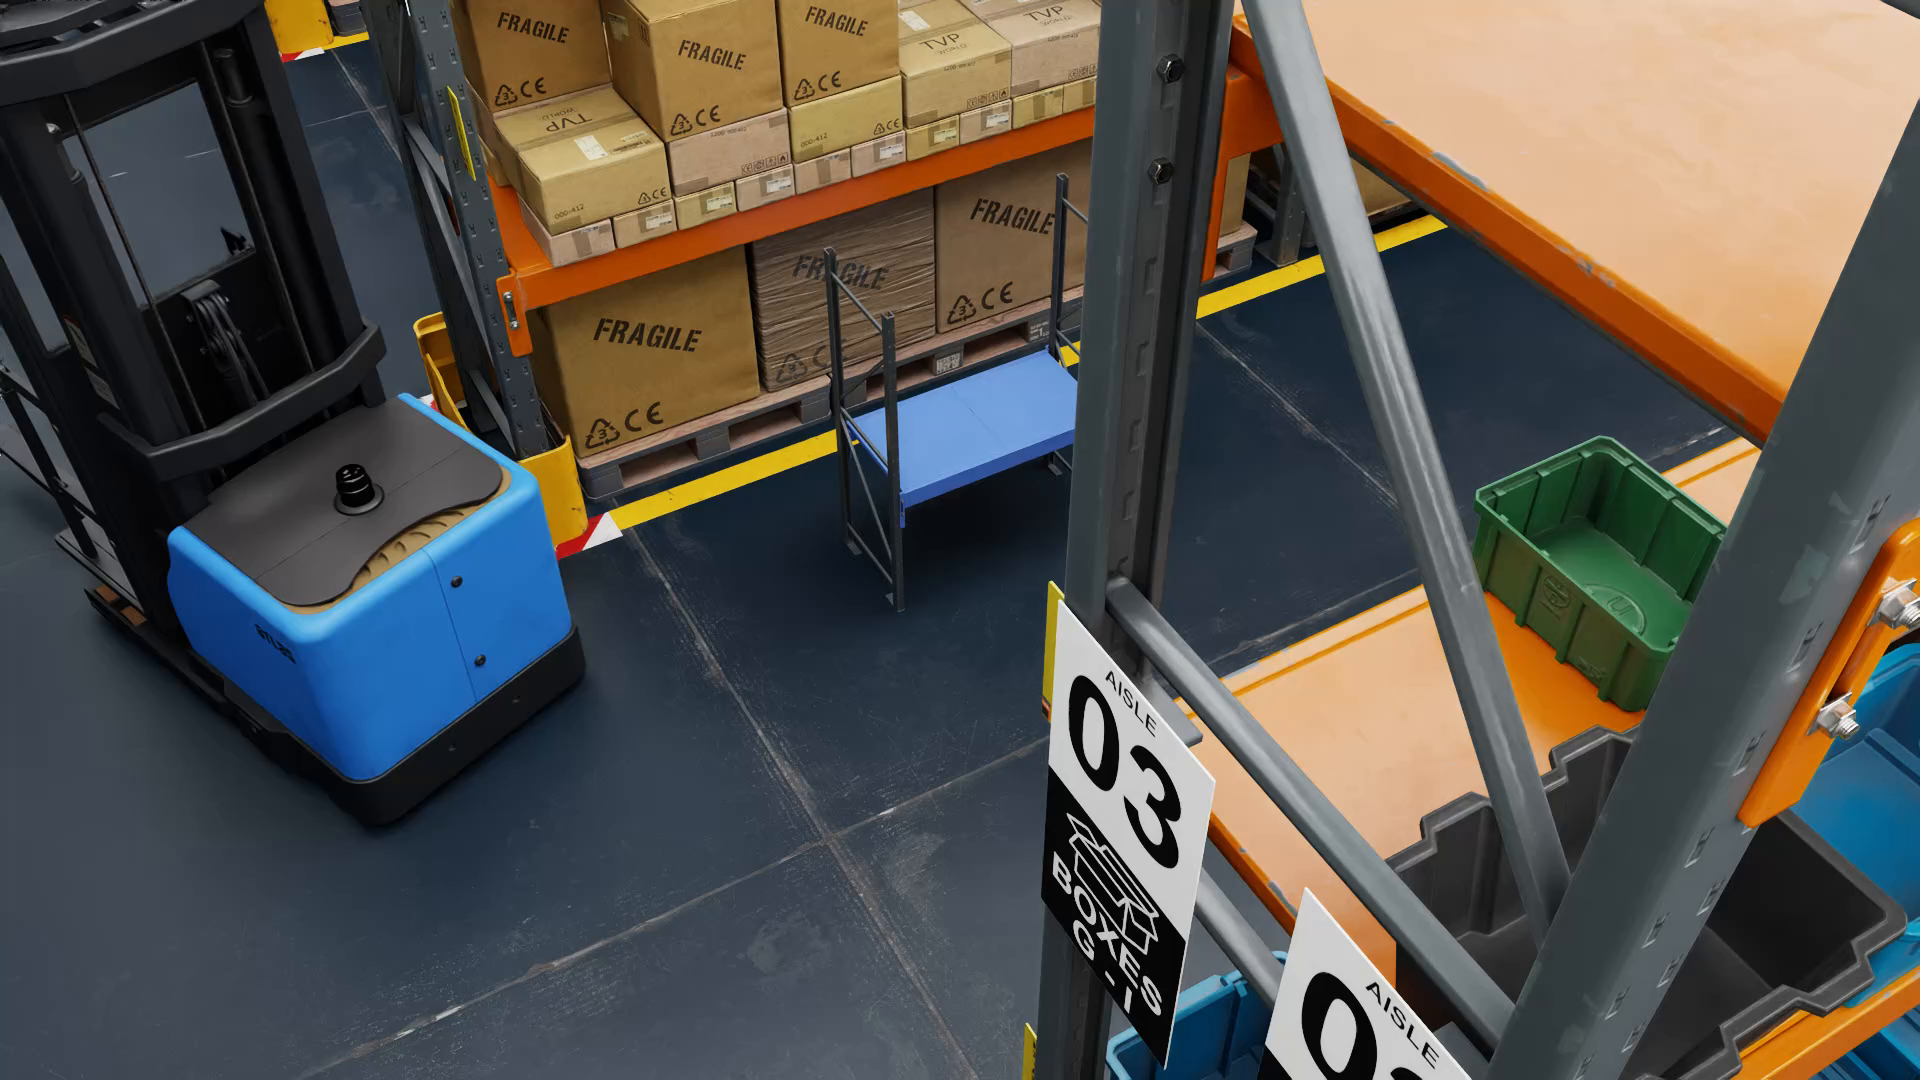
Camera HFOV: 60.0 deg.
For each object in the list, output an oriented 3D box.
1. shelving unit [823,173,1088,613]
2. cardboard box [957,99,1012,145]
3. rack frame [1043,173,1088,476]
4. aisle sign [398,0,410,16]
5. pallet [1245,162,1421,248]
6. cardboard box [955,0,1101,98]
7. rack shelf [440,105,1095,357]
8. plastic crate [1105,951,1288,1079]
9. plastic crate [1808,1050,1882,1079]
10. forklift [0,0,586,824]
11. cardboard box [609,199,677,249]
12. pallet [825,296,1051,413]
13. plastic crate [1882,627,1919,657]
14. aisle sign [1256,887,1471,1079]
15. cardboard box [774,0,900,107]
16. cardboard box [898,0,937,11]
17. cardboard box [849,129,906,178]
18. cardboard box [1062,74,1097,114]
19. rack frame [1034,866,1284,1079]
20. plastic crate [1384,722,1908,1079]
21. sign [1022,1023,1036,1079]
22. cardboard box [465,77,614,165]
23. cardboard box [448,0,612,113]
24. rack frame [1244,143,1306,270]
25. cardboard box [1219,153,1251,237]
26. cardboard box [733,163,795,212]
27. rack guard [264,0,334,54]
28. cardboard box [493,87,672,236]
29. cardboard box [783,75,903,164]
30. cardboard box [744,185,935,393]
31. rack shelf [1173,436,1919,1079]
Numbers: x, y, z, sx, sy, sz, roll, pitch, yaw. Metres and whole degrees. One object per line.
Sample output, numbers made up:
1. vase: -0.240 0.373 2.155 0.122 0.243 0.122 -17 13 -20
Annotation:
1. shelving unit: 0.074 -0.568 6.688 1.048 1.500 0.538 -22 48 -21
2. cardboard box: 0.020 -1.875 7.138 0.250 0.149 0.380 -21 48 -20
3. rack frame: 0.515 -0.744 6.869 0.032 1.500 0.500 -22 48 -21
4. aisle sign: -1.924 -2.141 5.365 0.004 0.787 0.394 -22 48 -21
5. pallet: 2.088 -2.115 9.207 1.213 0.211 1.003 -22 48 -21
6. cardboard box: 0.315 -2.185 7.172 0.500 0.250 0.500 -21 48 -20
7. rack shelf: -0.277 -1.850 7.449 4.000 0.370 1.077 -22 48 -21
8. plastic crate: 0.653 1.313 3.604 0.499 0.435 0.616 -22 48 -21
9. plastic crate: 1.976 1.271 3.793 0.300 0.233 0.416 -22 48 -21
10. forklift: -2.937 -0.891 5.993 3.031 2.935 1.130 30 51 27
11. cardboard box: -1.318 -1.338 6.585 0.250 0.149 0.380 -22 48 -22
12. pallet: -0.301 -1.159 8.222 1.213 0.211 1.003 -22 48 -21
13. plastic crate: 1.918 0.158 2.754 0.767 0.338 0.504 -22 48 -21
14. aisle sign: 0.542 0.848 2.285 0.004 0.787 0.394 -22 48 -21
15. cardboard box: -0.581 -2.097 6.542 0.500 0.500 0.500 -23 49 -22
16. cardboard box: -0.393 -2.332 7.322 0.500 0.250 0.500 -22 48 -21
17. cardboard box: -0.426 -1.696 6.954 0.250 0.149 0.380 -22 48 -21
18. cardboard box: 0.464 -2.051 7.320 0.250 0.149 0.380 -21 48 -20
19. rack frame: 0.456 1.576 3.401 0.127 3.000 1.000 -22 48 -21
20. plastic crate: 0.929 0.581 2.366 0.590 0.269 0.497 -22 48 -21
21. sign: 0.168 1.191 3.681 0.005 0.325 0.100 -22 48 -21
22. cardboard box: -1.723 -1.796 6.770 0.500 0.250 0.500 -23 48 -22
23. cardboard box: -1.720 -2.064 6.508 0.500 0.500 0.500 -21 48 -20
24. rack frame: 1.457 -2.802 7.913 0.127 3.000 1.000 -22 48 -21
25. cardboard box: 0.845 -2.010 8.321 0.875 0.875 0.875 -22 48 -21
26. cardboard box: -0.870 -1.519 6.771 0.250 0.149 0.380 -23 48 -22
27. rack guard: -4.329 -3.574 10.503 0.348 0.500 1.175 -22 48 -21
28. cardboard box: -1.461 -1.471 6.436 0.500 0.250 0.500 -23 49 -22
29. cardboard box: -0.576 -1.828 6.803 0.500 0.250 0.500 -23 49 -22
30. cardboard box: -0.707 -1.389 7.681 0.875 0.875 0.875 -22 48 -21
31. rack shelf: 2.190 0.064 3.322 4.000 0.370 1.077 -22 48 -21
